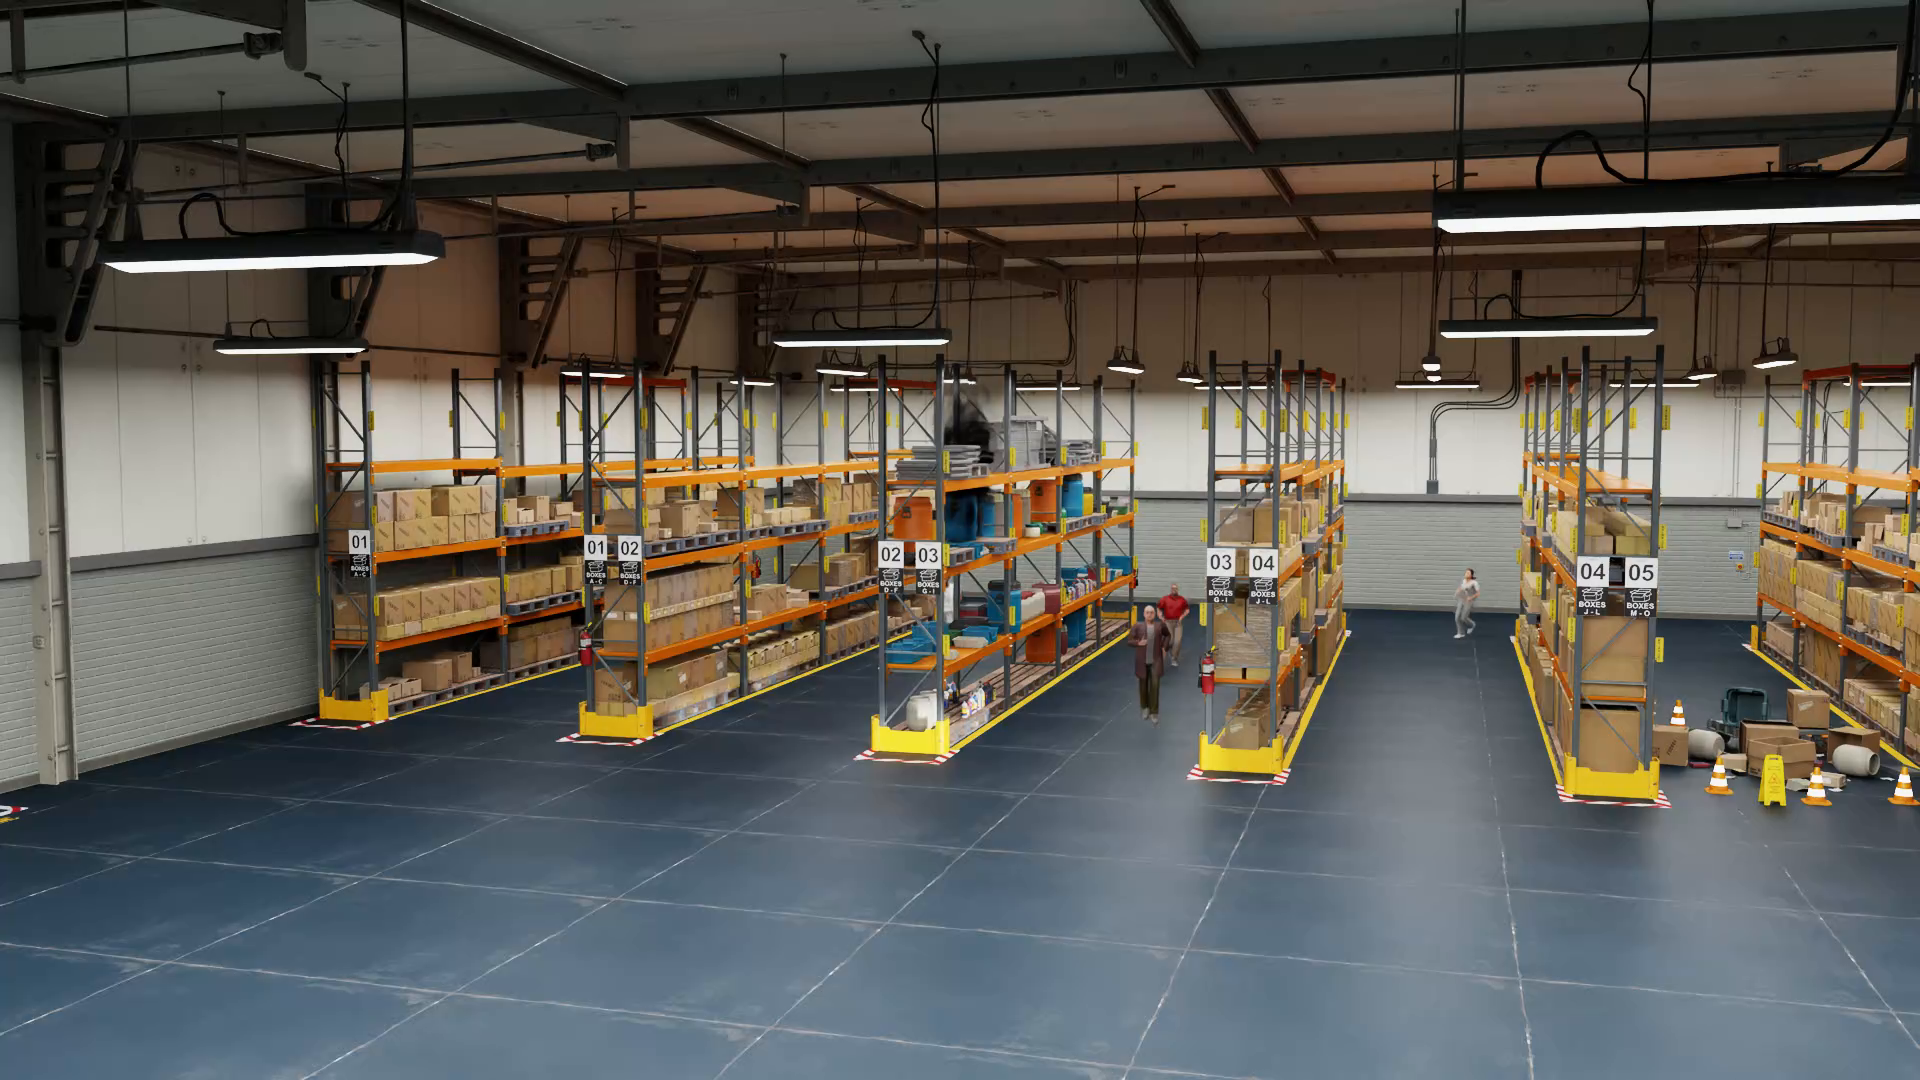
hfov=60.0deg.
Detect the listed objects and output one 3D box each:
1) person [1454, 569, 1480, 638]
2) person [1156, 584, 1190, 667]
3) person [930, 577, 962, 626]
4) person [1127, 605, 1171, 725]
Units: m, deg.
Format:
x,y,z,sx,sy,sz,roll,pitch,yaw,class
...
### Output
x,y,z,sx,sy,sz,roll,pitch,yaw,class
11.749,1.460,38.431,0.620,1.616,0.596,-3,5,-33,person
4.364,1.732,34.023,0.679,1.678,0.619,0,4,-3,person
-0.326,1.553,35.907,0.664,1.752,0.620,1,4,9,person
2.960,1.939,26.032,0.701,1.829,0.890,0,4,4,person
